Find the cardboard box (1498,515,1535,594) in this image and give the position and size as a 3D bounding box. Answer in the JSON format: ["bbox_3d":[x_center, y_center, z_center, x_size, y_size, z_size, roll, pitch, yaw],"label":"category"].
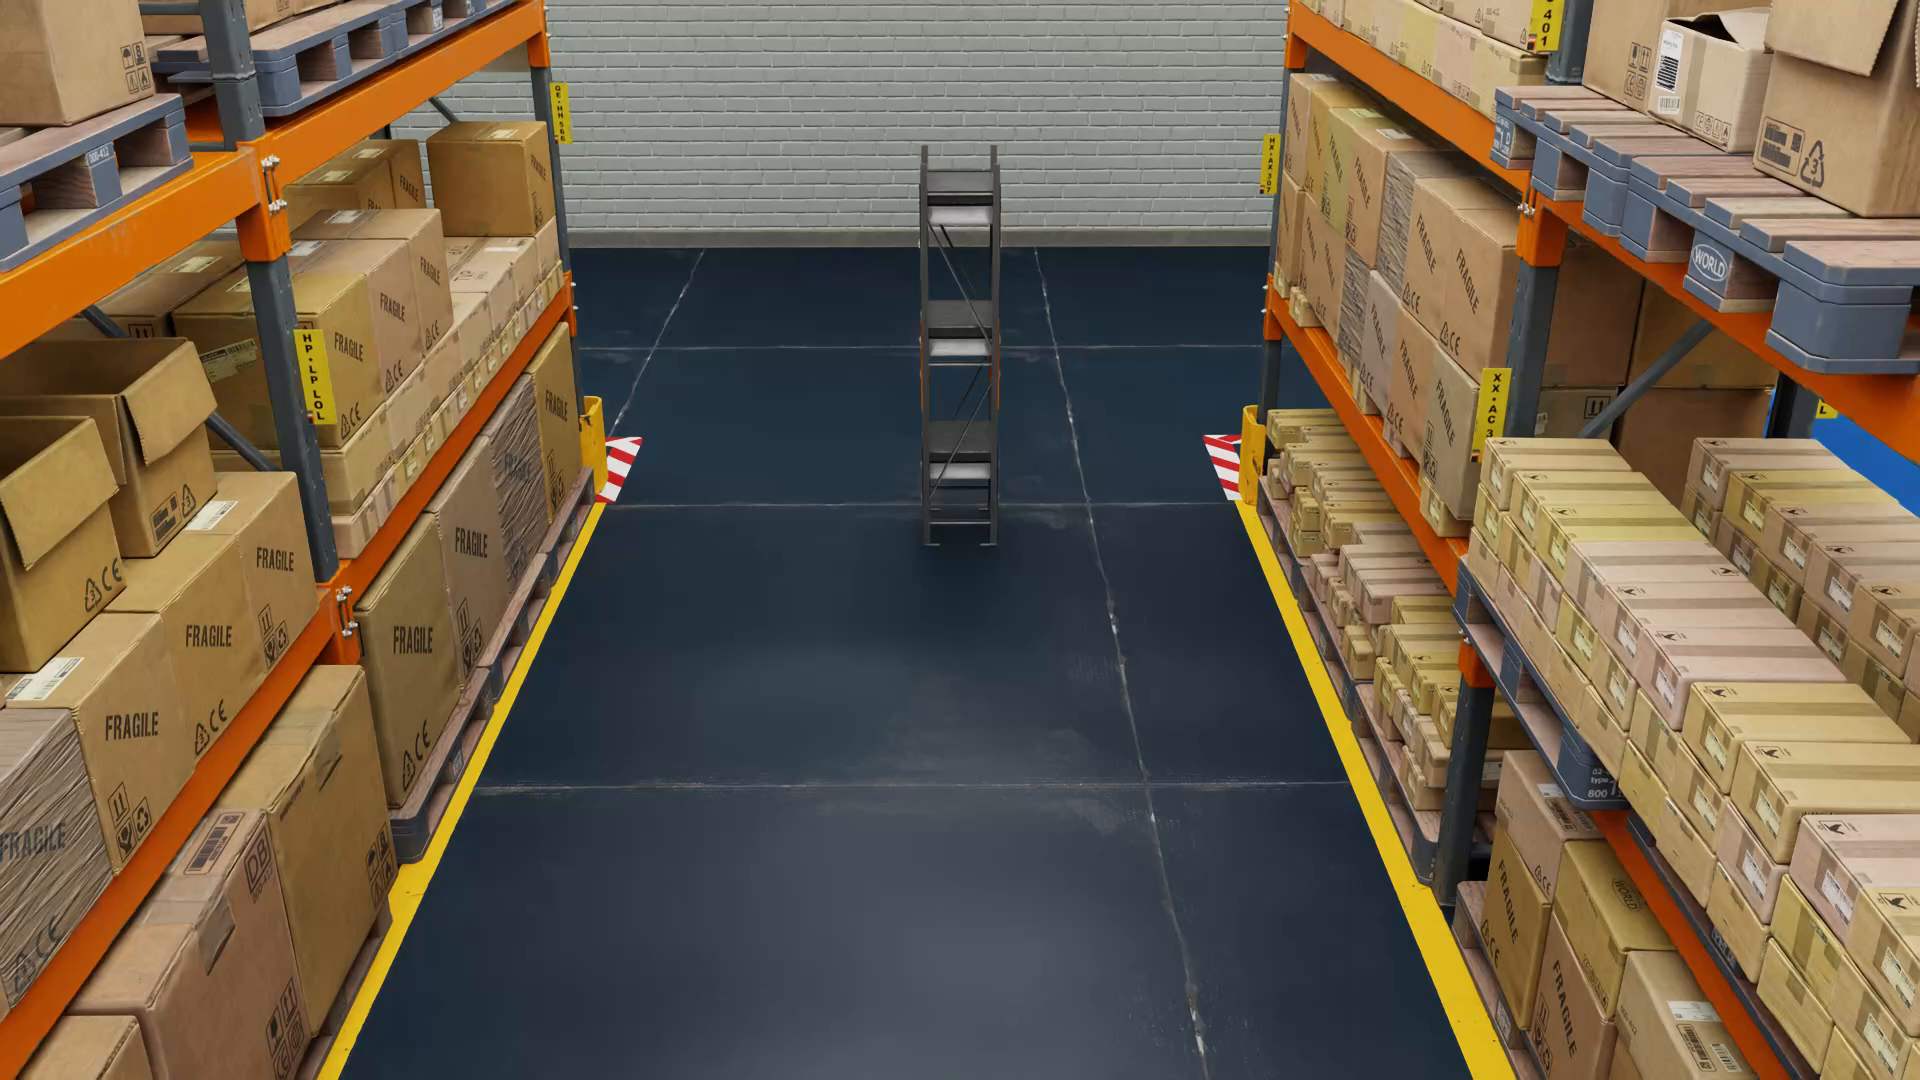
[{"bbox_3d":[1.838,0.040,4.956,0.380,0.149,0.250,-1,24,-2],"label":"cardboard box"}]

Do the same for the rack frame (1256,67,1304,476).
[{"bbox_3d":[2.246,-1.667,9.296,1.000,3.000,0.127,0,24,-1],"label":"rack frame"}]

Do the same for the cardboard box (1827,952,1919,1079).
[{"bbox_3d":[1.860,0.894,3.067,0.380,0.149,0.250,0,24,0],"label":"cardboard box"}]

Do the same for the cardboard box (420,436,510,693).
[{"bbox_3d":[-2.609,0.095,7.468,0.875,0.875,0.875,0,24,-1],"label":"cardboard box"}]

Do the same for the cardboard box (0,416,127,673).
[{"bbox_3d":[-2.660,0.005,4.260,0.797,0.503,0.637,0,24,0],"label":"cardboard box"}]

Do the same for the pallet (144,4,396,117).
[{"bbox_3d":[-2.670,-1.702,5.840,1.003,0.211,1.213,0,24,-1],"label":"pallet"}]

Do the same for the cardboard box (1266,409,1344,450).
[{"bbox_3d":[1.912,-0.613,9.193,0.380,0.149,0.250,-1,24,-3],"label":"cardboard box"}]

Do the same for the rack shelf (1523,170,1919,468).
[{"bbox_3d":[2.311,-0.234,3.359,1.077,0.370,4.000,0,24,-1],"label":"rack shelf"}]

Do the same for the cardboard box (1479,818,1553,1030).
[{"bbox_3d":[2.032,1.234,5.404,0.500,0.500,0.500,1,24,1],"label":"cardboard box"}]

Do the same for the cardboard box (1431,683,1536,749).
[{"bbox_3d":[2.025,0.672,6.351,0.380,0.149,0.250,0,24,1],"label":"cardboard box"}]

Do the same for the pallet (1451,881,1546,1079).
[{"bbox_3d":[2.299,1.573,5.517,1.003,0.211,1.213,0,24,-1],"label":"pallet"}]

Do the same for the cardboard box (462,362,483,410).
[{"bbox_3d":[-2.361,-0.689,7.439,0.380,0.149,0.250,-1,24,-2],"label":"cardboard box"}]

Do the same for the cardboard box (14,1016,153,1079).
[{"bbox_3d":[-2.617,1.735,3.842,1.225,0.875,0.875,0,24,0],"label":"cardboard box"}]

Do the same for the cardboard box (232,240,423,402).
[{"bbox_3d":[-2.419,-0.848,6.397,0.500,0.500,0.500,0,24,-1],"label":"cardboard box"}]

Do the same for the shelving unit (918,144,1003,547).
[{"bbox_3d":[-0.002,-1.025,8.968,0.431,2.100,0.503,0,24,-1],"label":"shelving unit"}]

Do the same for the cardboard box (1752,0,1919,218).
[{"bbox_3d":[2.175,-0.987,3.517,0.797,0.503,0.637,-1,24,-1],"label":"cardboard box"}]

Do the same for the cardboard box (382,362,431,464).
[{"bbox_3d":[-2.415,-0.505,6.548,0.500,0.250,0.500,0,24,-1],"label":"cardboard box"}]

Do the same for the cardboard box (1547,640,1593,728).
[{"bbox_3d":[1.843,0.389,4.544,0.380,0.149,0.250,0,24,0],"label":"cardboard box"}]

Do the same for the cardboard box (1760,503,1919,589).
[{"bbox_3d":[2.493,0.015,4.650,0.380,0.149,0.250,-1,24,-2],"label":"cardboard box"}]

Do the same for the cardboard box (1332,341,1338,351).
[{"bbox_3d":[2.033,-0.984,8.090,0.380,0.149,0.250,0,24,-1],"label":"cardboard box"}]

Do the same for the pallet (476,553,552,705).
[{"bbox_3d":[-2.618,0.415,8.077,1.003,0.211,1.213,0,24,-1],"label":"pallet"}]

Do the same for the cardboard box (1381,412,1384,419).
[{"bbox_3d":[2.037,-0.560,7.154,0.380,0.149,0.250,-1,24,-1],"label":"cardboard box"}]

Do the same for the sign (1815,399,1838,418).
[{"bbox_3d":[2.844,-0.550,5.422,0.100,0.325,0.005,0,24,-1],"label":"sign"}]

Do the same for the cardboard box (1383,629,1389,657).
[{"bbox_3d":[2.027,0.499,7.095,0.380,0.149,0.250,0,24,0],"label":"cardboard box"}]

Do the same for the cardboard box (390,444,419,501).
[{"bbox_3d":[-2.349,-0.264,6.498,0.380,0.149,0.250,1,24,1],"label":"cardboard box"}]

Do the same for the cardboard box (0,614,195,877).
[{"bbox_3d":[-2.382,0.527,4.323,0.500,0.500,0.500,-1,24,-1],"label":"cardboard box"}]

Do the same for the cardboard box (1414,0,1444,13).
[{"bbox_3d":[2.026,-2.163,6.328,0.500,0.250,0.500,1,24,2],"label":"cardboard box"}]

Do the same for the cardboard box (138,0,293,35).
[{"bbox_3d":[-2.740,-2.009,5.661,0.700,0.500,0.500,-2,24,-4],"label":"cardboard box"}]

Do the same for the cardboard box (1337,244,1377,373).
[{"bbox_3d":[2.010,-1.030,7.404,0.500,0.500,0.500,-1,24,-2],"label":"cardboard box"}]

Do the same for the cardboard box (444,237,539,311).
[{"bbox_3d":[-2.440,-1.346,8.407,0.500,0.250,0.500,-1,24,-1],"label":"cardboard box"}]

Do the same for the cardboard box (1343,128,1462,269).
[{"bbox_3d":[1.989,-1.485,7.198,0.500,0.500,0.500,-1,24,-2],"label":"cardboard box"}]

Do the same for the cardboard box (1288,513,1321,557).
[{"bbox_3d":[1.919,-0.026,8.618,0.380,0.149,0.250,0,24,0],"label":"cardboard box"}]

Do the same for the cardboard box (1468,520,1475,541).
[{"bbox_3d":[2.052,-0.021,5.961,0.380,0.149,0.250,-1,24,-1],"label":"cardboard box"}]

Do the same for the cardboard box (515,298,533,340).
[{"bbox_3d":[-2.374,-1.113,8.375,0.380,0.149,0.250,0,24,0],"label":"cardboard box"}]

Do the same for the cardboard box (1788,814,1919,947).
[{"bbox_3d":[1.862,0.661,3.222,0.380,0.149,0.250,0,24,-1],"label":"cardboard box"}]

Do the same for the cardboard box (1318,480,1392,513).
[{"bbox_3d":[1.989,-0.179,8.235,0.380,0.149,0.250,1,24,2],"label":"cardboard box"}]

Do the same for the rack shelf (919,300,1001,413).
[{"bbox_3d":[-0.002,-1.012,8.974,0.431,0.518,0.480,0,24,-1],"label":"rack shelf"}]

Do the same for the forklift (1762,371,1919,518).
[{"bbox_3d":[5.488,-1.161,8.260,3.031,2.935,1.130,7,25,16],"label":"forklift"}]

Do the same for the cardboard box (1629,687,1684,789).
[{"bbox_3d":[1.853,0.474,3.997,0.380,0.149,0.250,-1,24,-1],"label":"cardboard box"}]

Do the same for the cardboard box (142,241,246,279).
[{"bbox_3d":[-2.945,-0.842,6.382,0.500,0.500,0.500,0,24,0],"label":"cardboard box"}]

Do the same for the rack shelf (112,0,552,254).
[{"bbox_3d":[-2.693,-1.901,7.047,1.077,0.370,4.000,0,24,-1],"label":"rack shelf"}]

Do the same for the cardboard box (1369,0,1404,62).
[{"bbox_3d":[2.010,-2.137,6.878,0.500,0.250,0.500,0,24,-1],"label":"cardboard box"}]

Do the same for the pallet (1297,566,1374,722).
[{"bbox_3d":[2.230,0.471,7.952,1.003,0.211,1.213,0,24,-1],"label":"pallet"}]

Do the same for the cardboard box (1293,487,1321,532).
[{"bbox_3d":[1.927,-0.158,8.549,0.380,0.149,0.250,0,24,1],"label":"cardboard box"}]

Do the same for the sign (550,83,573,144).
[{"bbox_3d":[-2.172,-2.319,9.044,0.100,0.325,0.005,0,24,-1],"label":"sign"}]

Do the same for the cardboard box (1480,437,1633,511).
[{"bbox_3d":[1.834,-0.202,5.131,0.380,0.149,0.250,1,24,2],"label":"cardboard box"}]

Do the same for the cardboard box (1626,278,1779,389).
[{"bbox_3d":[2.528,-0.842,5.777,0.500,0.500,0.500,0,24,1],"label":"cardboard box"}]

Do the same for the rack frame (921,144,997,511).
[{"bbox_3d":[-0.004,-1.125,9.190,0.400,2.100,0.015,0,24,-1],"label":"rack frame"}]

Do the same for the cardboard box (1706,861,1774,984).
[{"bbox_3d":[1.859,0.823,3.586,0.380,0.149,0.250,0,24,1],"label":"cardboard box"}]

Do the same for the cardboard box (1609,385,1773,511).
[{"bbox_3d":[2.536,-0.405,6.023,0.500,0.500,0.500,-1,24,-2],"label":"cardboard box"}]

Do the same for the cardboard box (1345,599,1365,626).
[{"bbox_3d":[1.997,0.394,7.688,0.380,0.149,0.250,0,24,0],"label":"cardboard box"}]

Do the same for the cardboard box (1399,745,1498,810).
[{"bbox_3d":[1.944,0.929,6.506,0.380,0.149,0.250,0,24,0],"label":"cardboard box"}]

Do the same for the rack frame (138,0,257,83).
[{"bbox_3d":[-2.672,-2.772,4.458,1.000,3.000,0.127,0,24,-1],"label":"rack frame"}]

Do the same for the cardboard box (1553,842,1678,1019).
[{"bbox_3d":[2.041,1.112,4.765,0.500,0.250,0.500,0,24,1],"label":"cardboard box"}]

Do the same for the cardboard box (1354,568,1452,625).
[{"bbox_3d":[1.953,0.246,7.294,0.380,0.149,0.250,-1,24,-3],"label":"cardboard box"}]

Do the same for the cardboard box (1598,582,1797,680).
[{"bbox_3d":[1.847,0.227,4.182,0.380,0.149,0.250,0,24,-1],"label":"cardboard box"}]

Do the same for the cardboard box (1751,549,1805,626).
[{"bbox_3d":[2.495,0.143,4.729,0.380,0.149,0.250,1,24,2],"label":"cardboard box"}]
